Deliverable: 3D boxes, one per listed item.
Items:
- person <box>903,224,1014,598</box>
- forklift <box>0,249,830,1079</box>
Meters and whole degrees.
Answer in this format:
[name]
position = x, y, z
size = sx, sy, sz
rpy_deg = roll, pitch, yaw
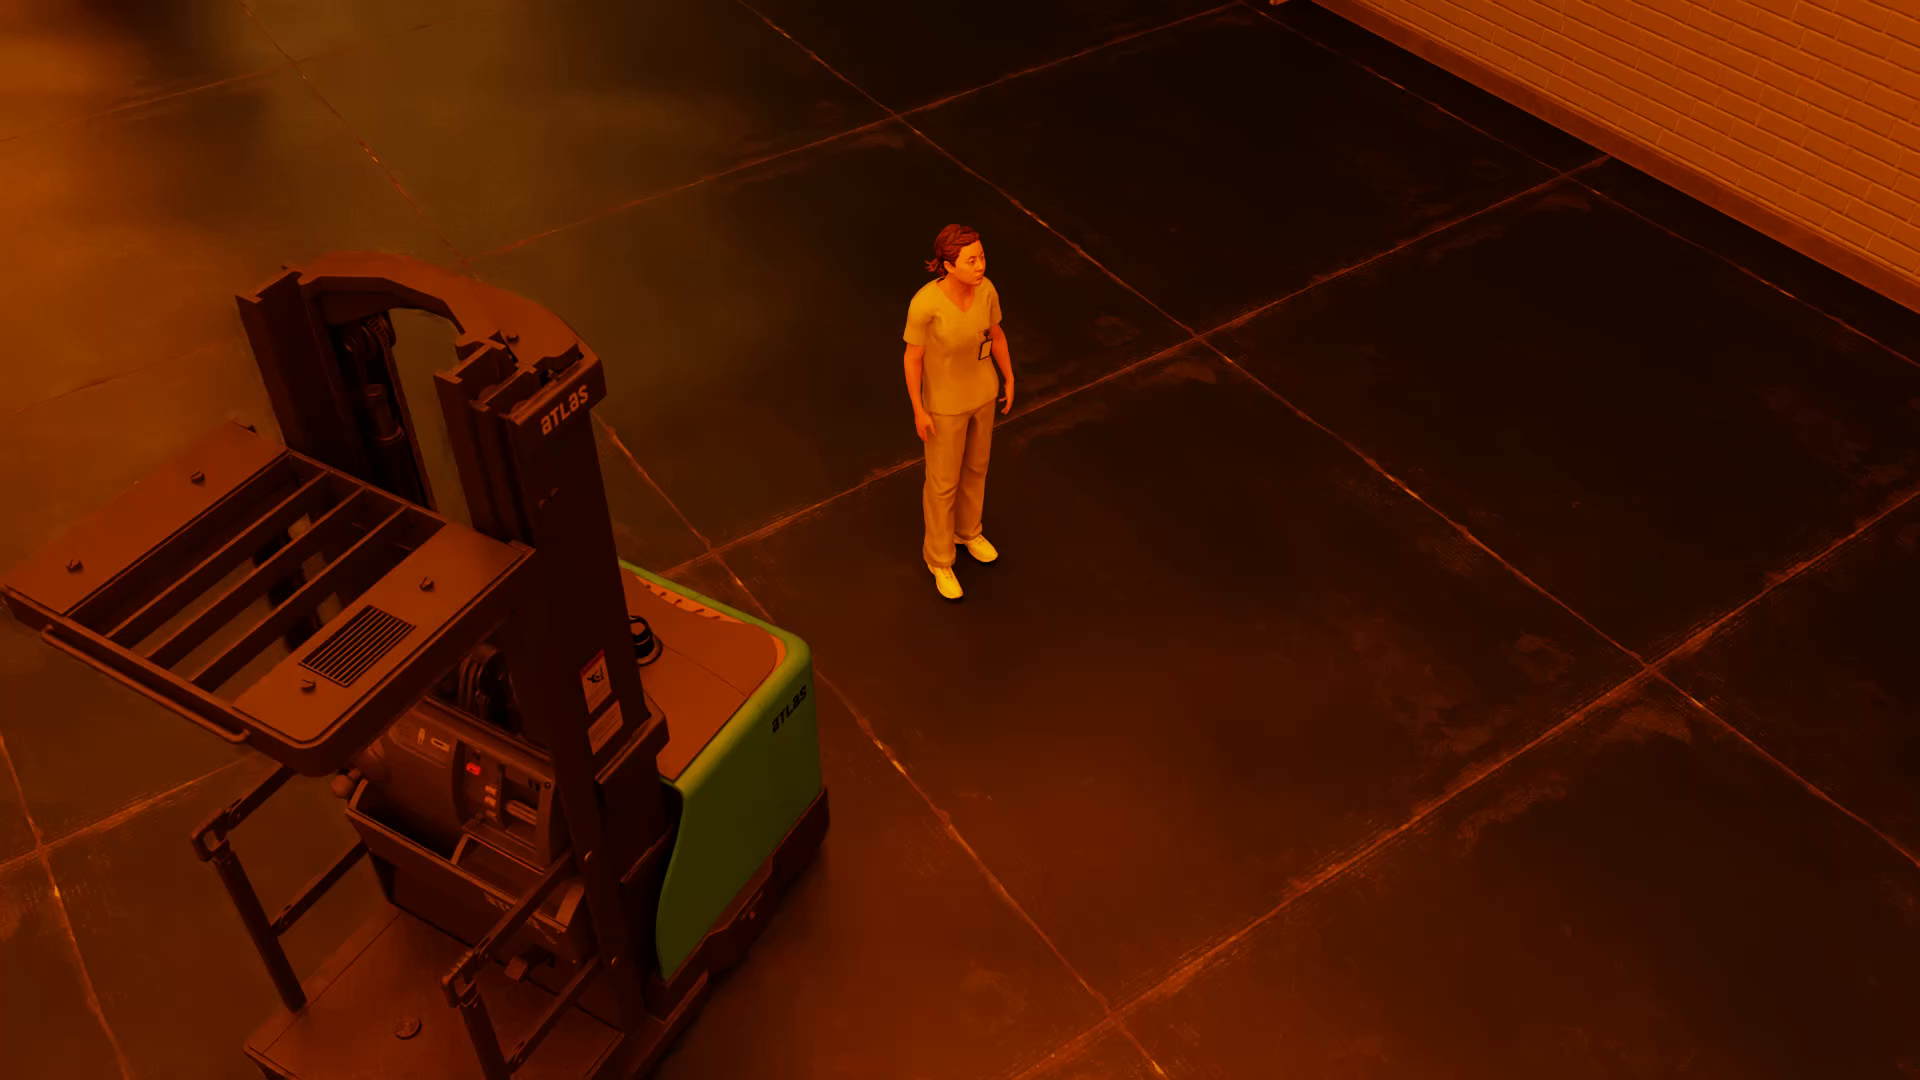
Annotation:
[person]
position = 0.031, -0.575, 7.255
size = 0.549, 1.673, 0.548
rpy_deg = -25, 48, -25
[forklift]
position = -1.686, 0.775, 4.875
size = 1.130, 2.935, 3.031
rpy_deg = 21, 47, 22
